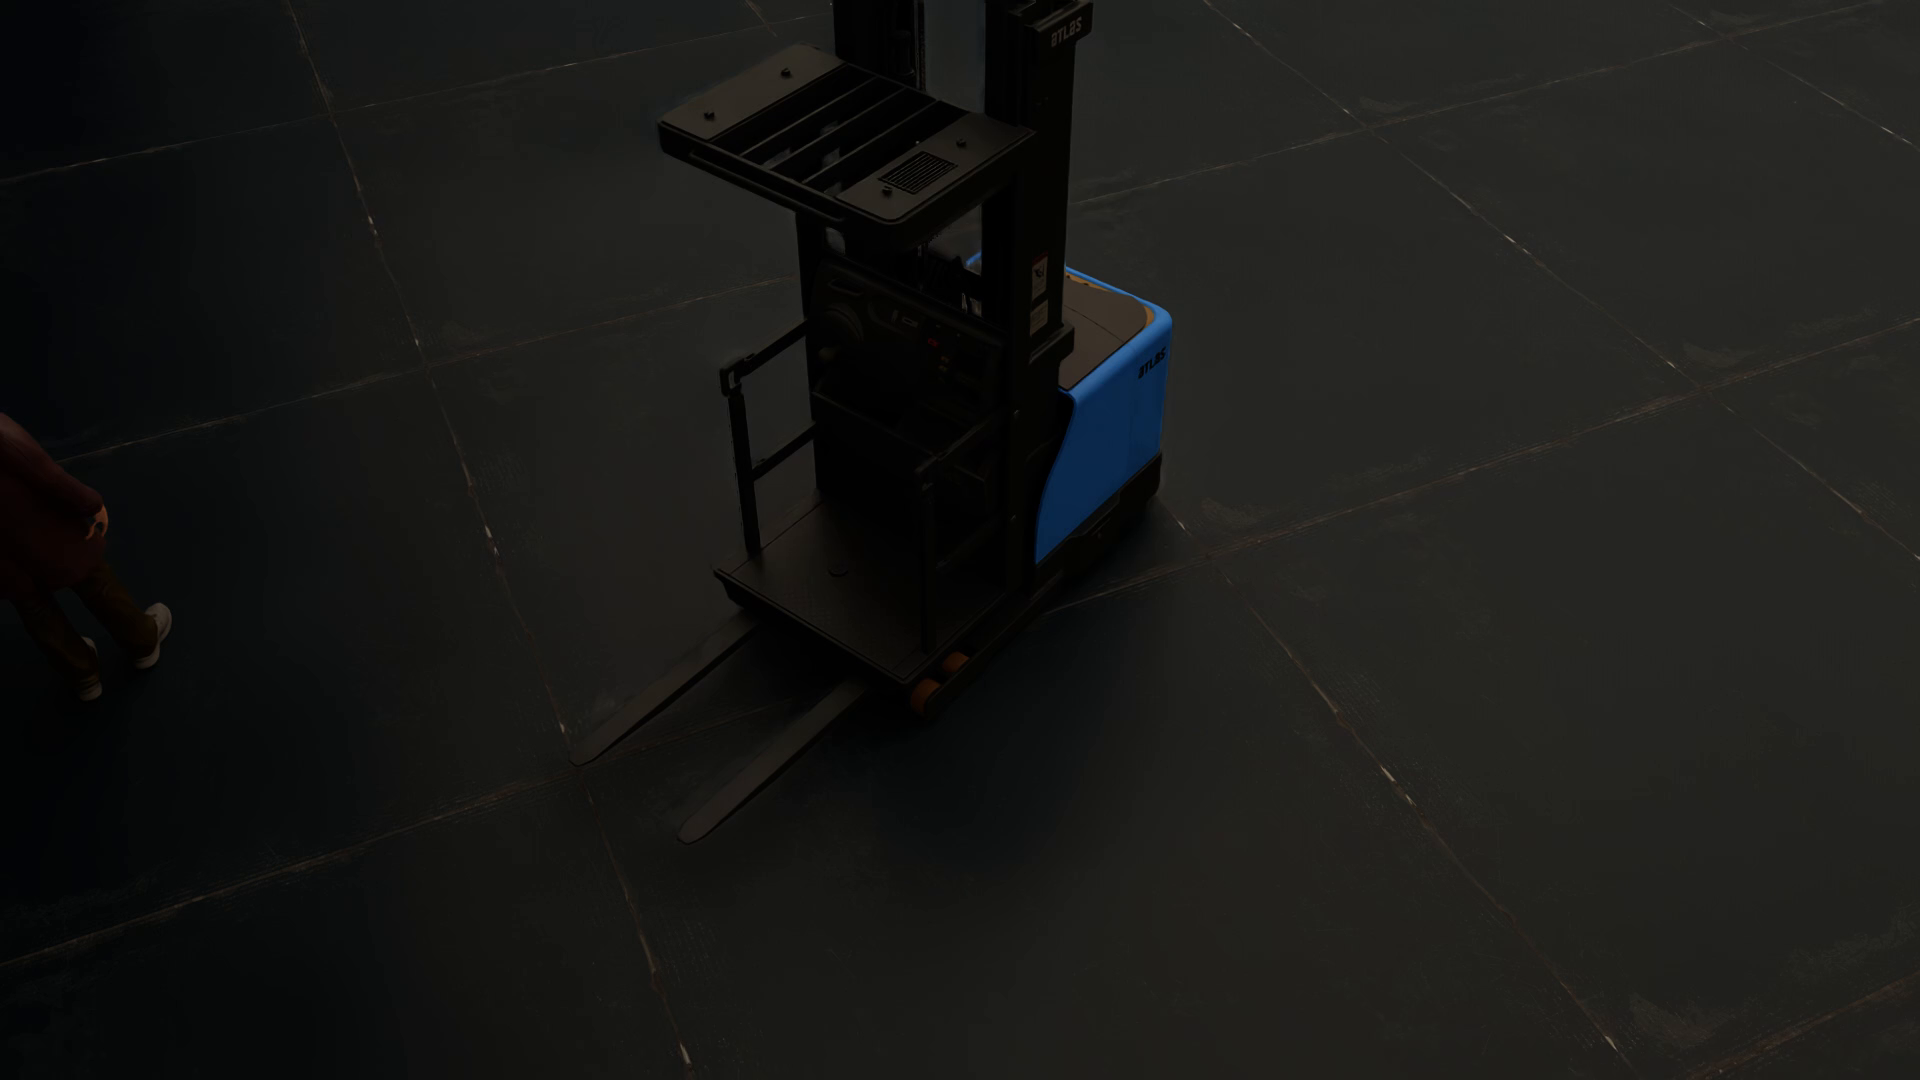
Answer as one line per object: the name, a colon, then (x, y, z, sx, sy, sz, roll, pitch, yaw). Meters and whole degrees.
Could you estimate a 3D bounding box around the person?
person: (-3.752, -0.098, 6.624, 0.709, 1.781, 0.580, -10, 44, -10)

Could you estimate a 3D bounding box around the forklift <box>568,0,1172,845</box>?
forklift: (-0.352, -0.709, 6.440, 1.130, 2.935, 3.031, 28, 50, 27)
